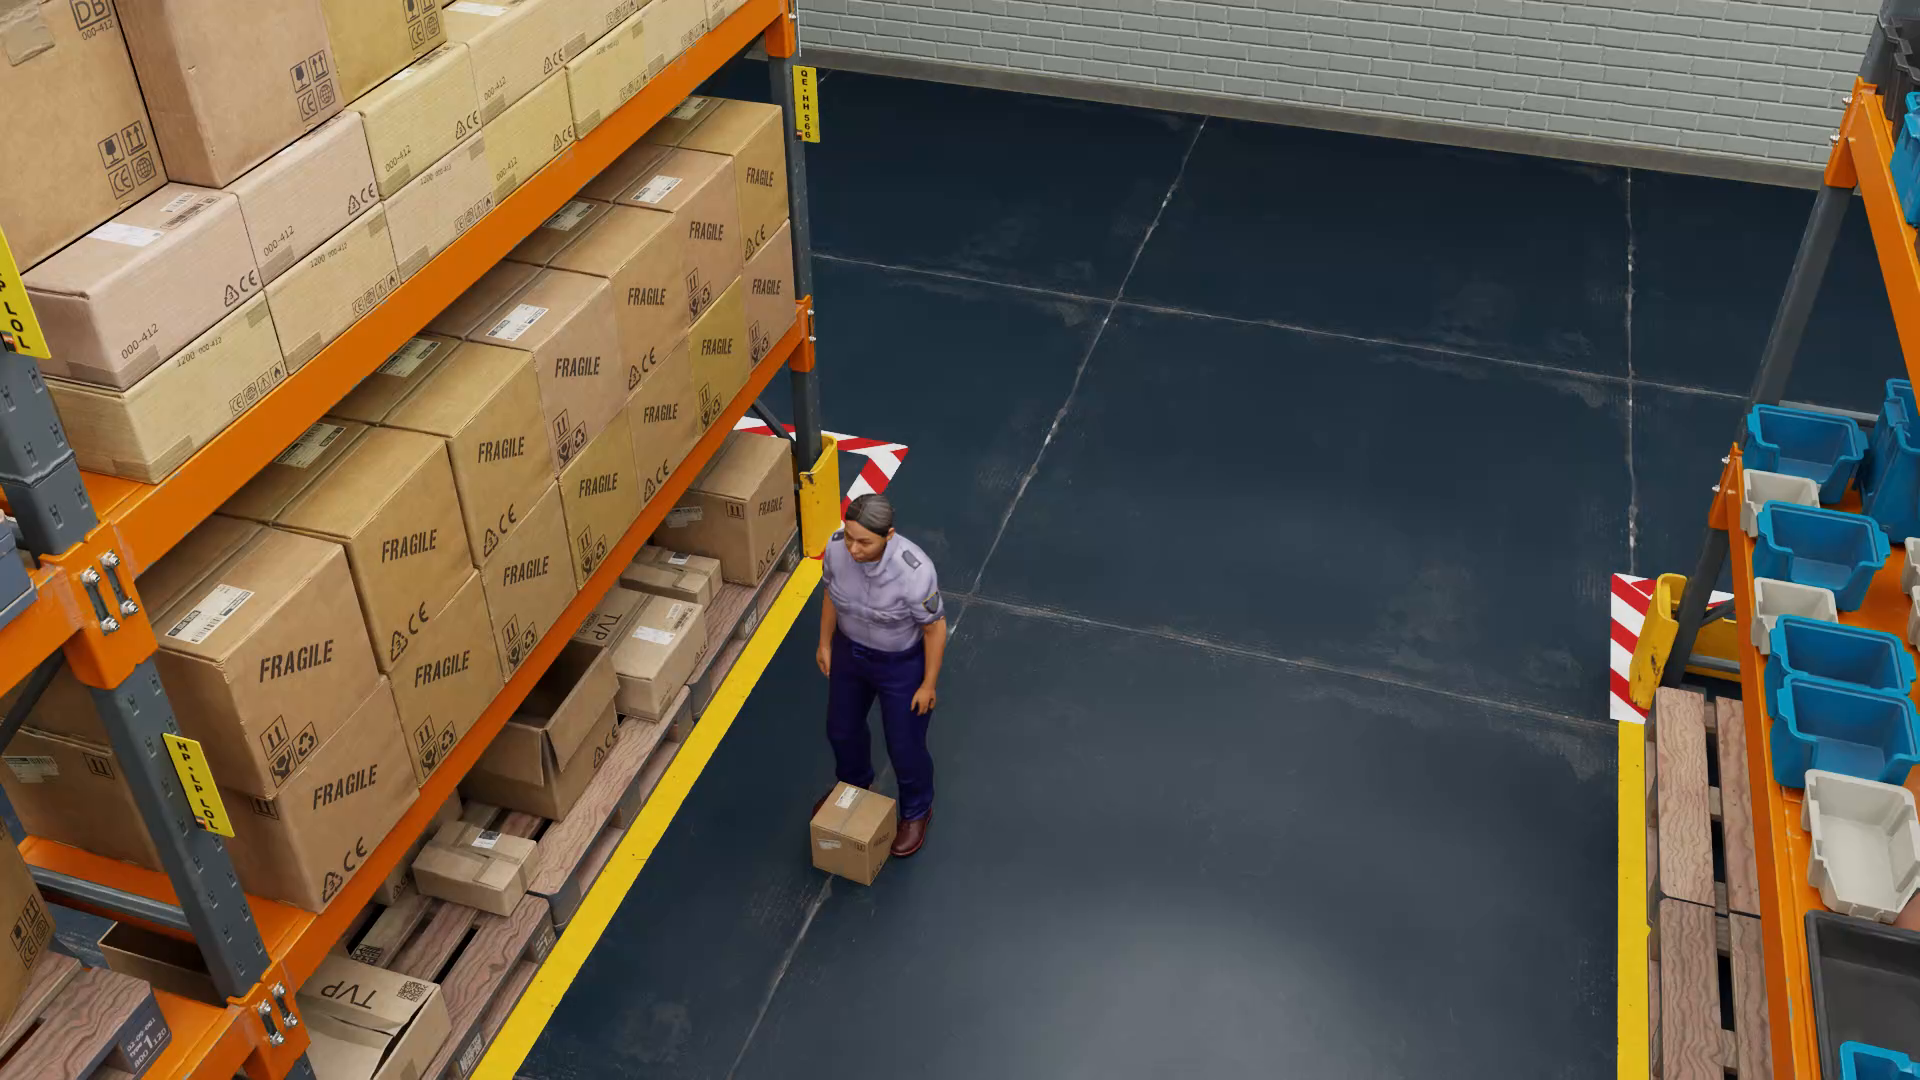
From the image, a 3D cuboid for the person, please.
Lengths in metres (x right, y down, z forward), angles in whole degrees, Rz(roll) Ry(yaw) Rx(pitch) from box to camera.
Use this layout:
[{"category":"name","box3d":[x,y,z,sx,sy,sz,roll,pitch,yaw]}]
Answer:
[{"category":"person","box3d":[-0.313,0.477,6.269,0.538,1.652,0.337,19,41,24]}]
